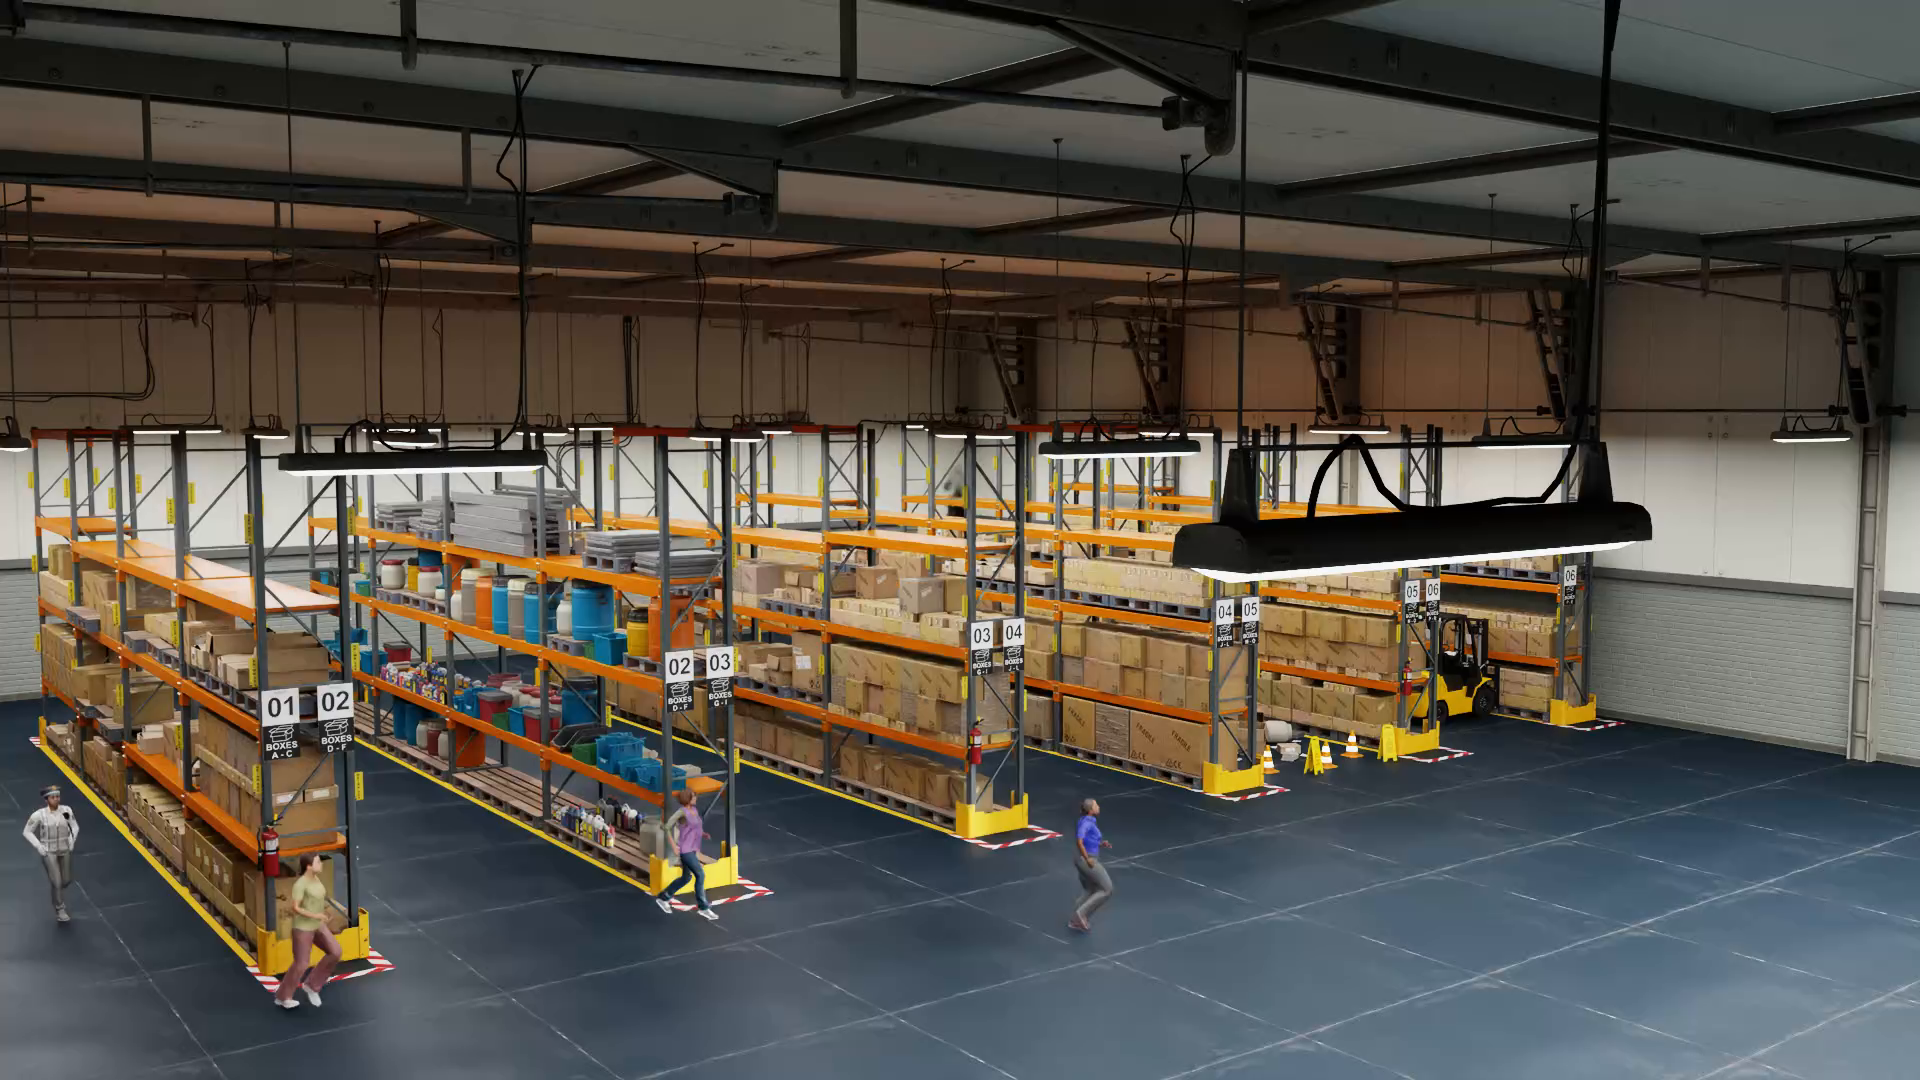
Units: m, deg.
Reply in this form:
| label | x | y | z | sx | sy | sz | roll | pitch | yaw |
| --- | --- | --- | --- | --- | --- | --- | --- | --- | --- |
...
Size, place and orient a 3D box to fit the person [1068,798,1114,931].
| label | x | y | z | sx | sy | sz | roll | pitch | yaw |
| --- | --- | --- | --- | --- | --- | --- | --- | --- | --- |
| person | 1.581 | 3.931 | 20.149 | 0.546 | 1.611 | 0.628 | 0 | 5 | -6 |

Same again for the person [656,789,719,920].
| label | x | y | z | sx | sy | sz | roll | pitch | yaw |
| --- | --- | --- | --- | --- | --- | --- | --- | --- | --- |
| person | -3.372 | 3.900 | 20.757 | 0.819 | 1.582 | 0.560 | 1 | 5 | 10 |

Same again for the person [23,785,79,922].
| label | x | y | z | sx | sy | sz | roll | pitch | yaw |
| --- | --- | --- | --- | --- | --- | --- | --- | --- | --- |
| person | -11.311 | 3.873 | 20.731 | 0.656 | 1.680 | 0.627 | 4 | 6 | 43 |

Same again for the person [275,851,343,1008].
| label | x | y | z | sx | sy | sz | roll | pitch | yaw |
| --- | --- | --- | --- | --- | --- | --- | --- | --- | --- |
| person | -6.907 | 4.125 | 17.671 | 0.650 | 1.662 | 0.630 | 1 | 5 | 7 |
